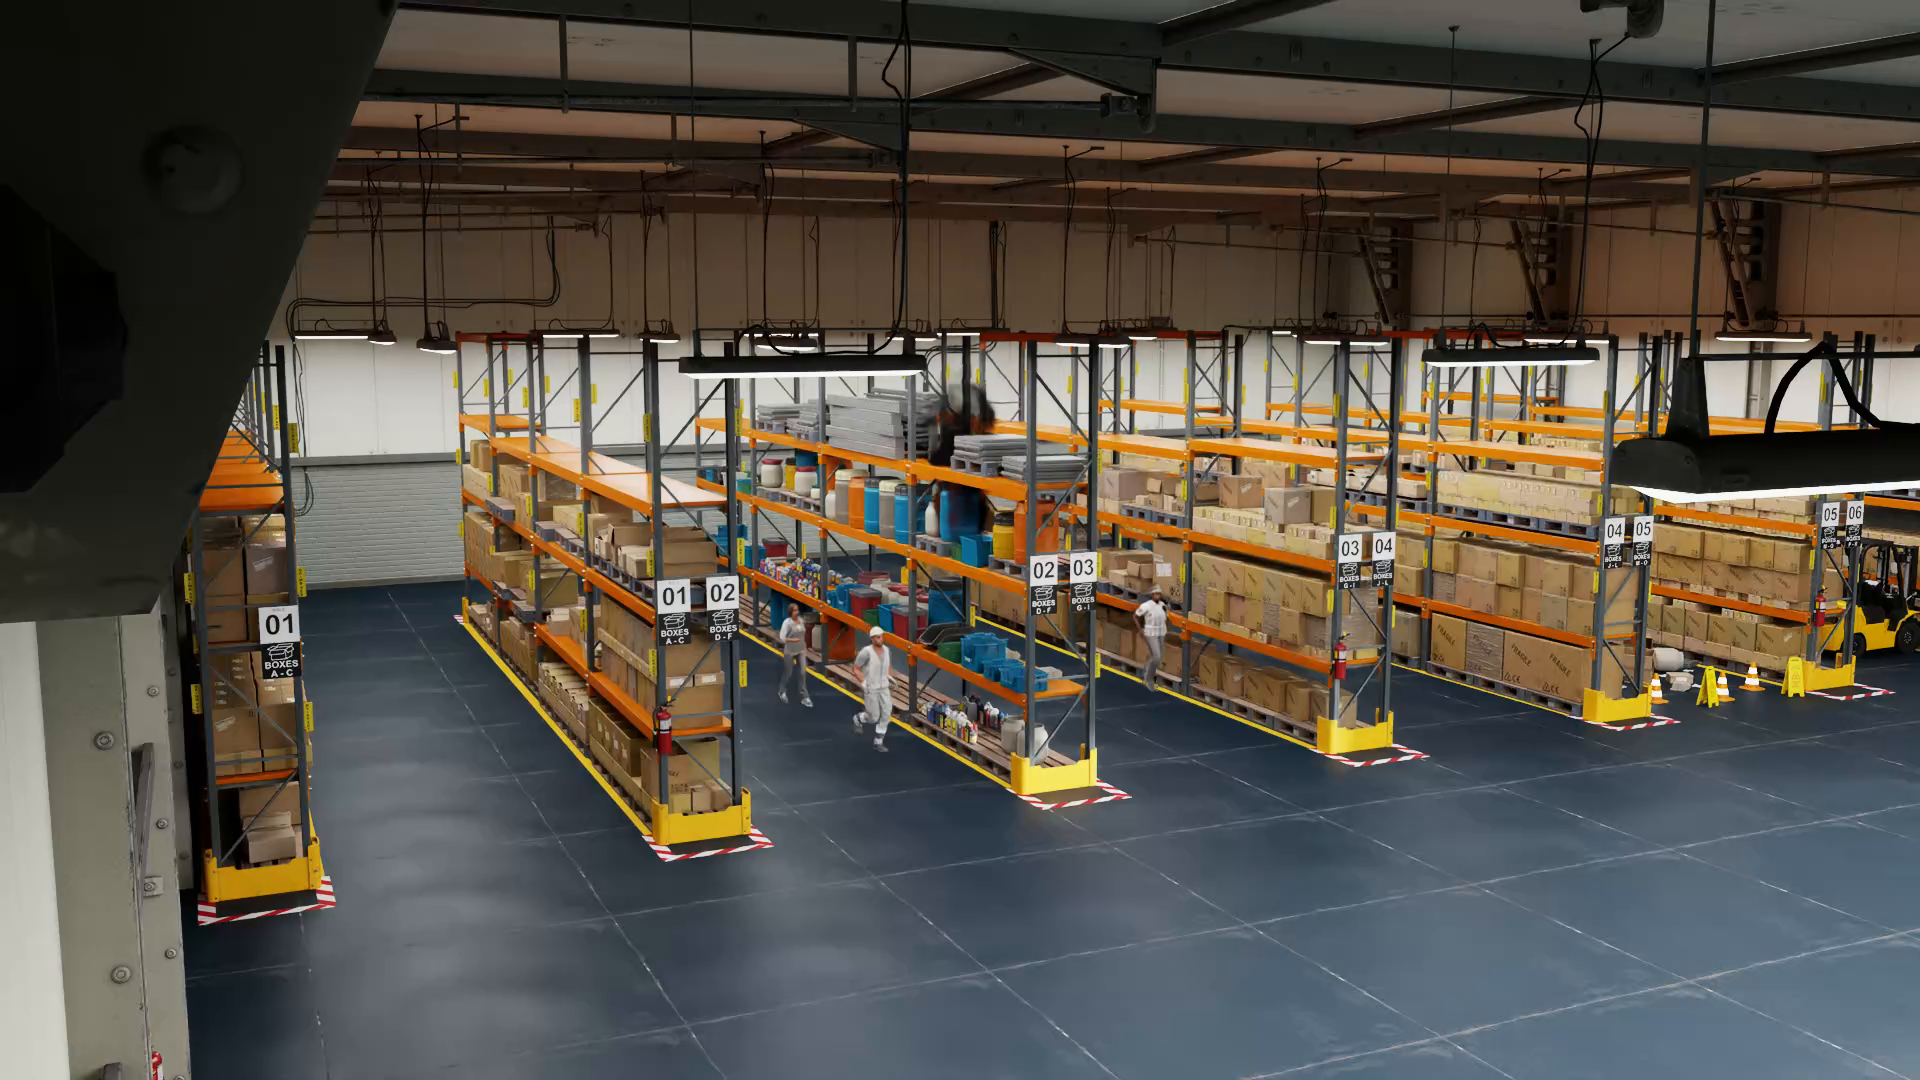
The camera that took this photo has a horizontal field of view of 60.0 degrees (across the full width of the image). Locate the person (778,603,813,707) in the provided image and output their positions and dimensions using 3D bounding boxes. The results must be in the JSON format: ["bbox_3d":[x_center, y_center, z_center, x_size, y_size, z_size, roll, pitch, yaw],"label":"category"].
[{"bbox_3d":[-2.570,1.782,25.936,0.545,1.615,0.834,-6,10,-39],"label":"person"}]

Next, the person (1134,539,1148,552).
[{"bbox_3d":[4.537,-0.155,41.744,0.793,1.764,0.722,7,10,41],"label":"person"}]

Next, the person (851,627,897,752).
[{"bbox_3d":[-1.217,2.056,23.234,0.646,1.751,0.711,-6,9,-36],"label":"person"}]

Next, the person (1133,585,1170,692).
[{"bbox_3d":[3.174,1.593,26.980,0.546,1.749,0.666,-5,9,-33],"label":"person"}]
